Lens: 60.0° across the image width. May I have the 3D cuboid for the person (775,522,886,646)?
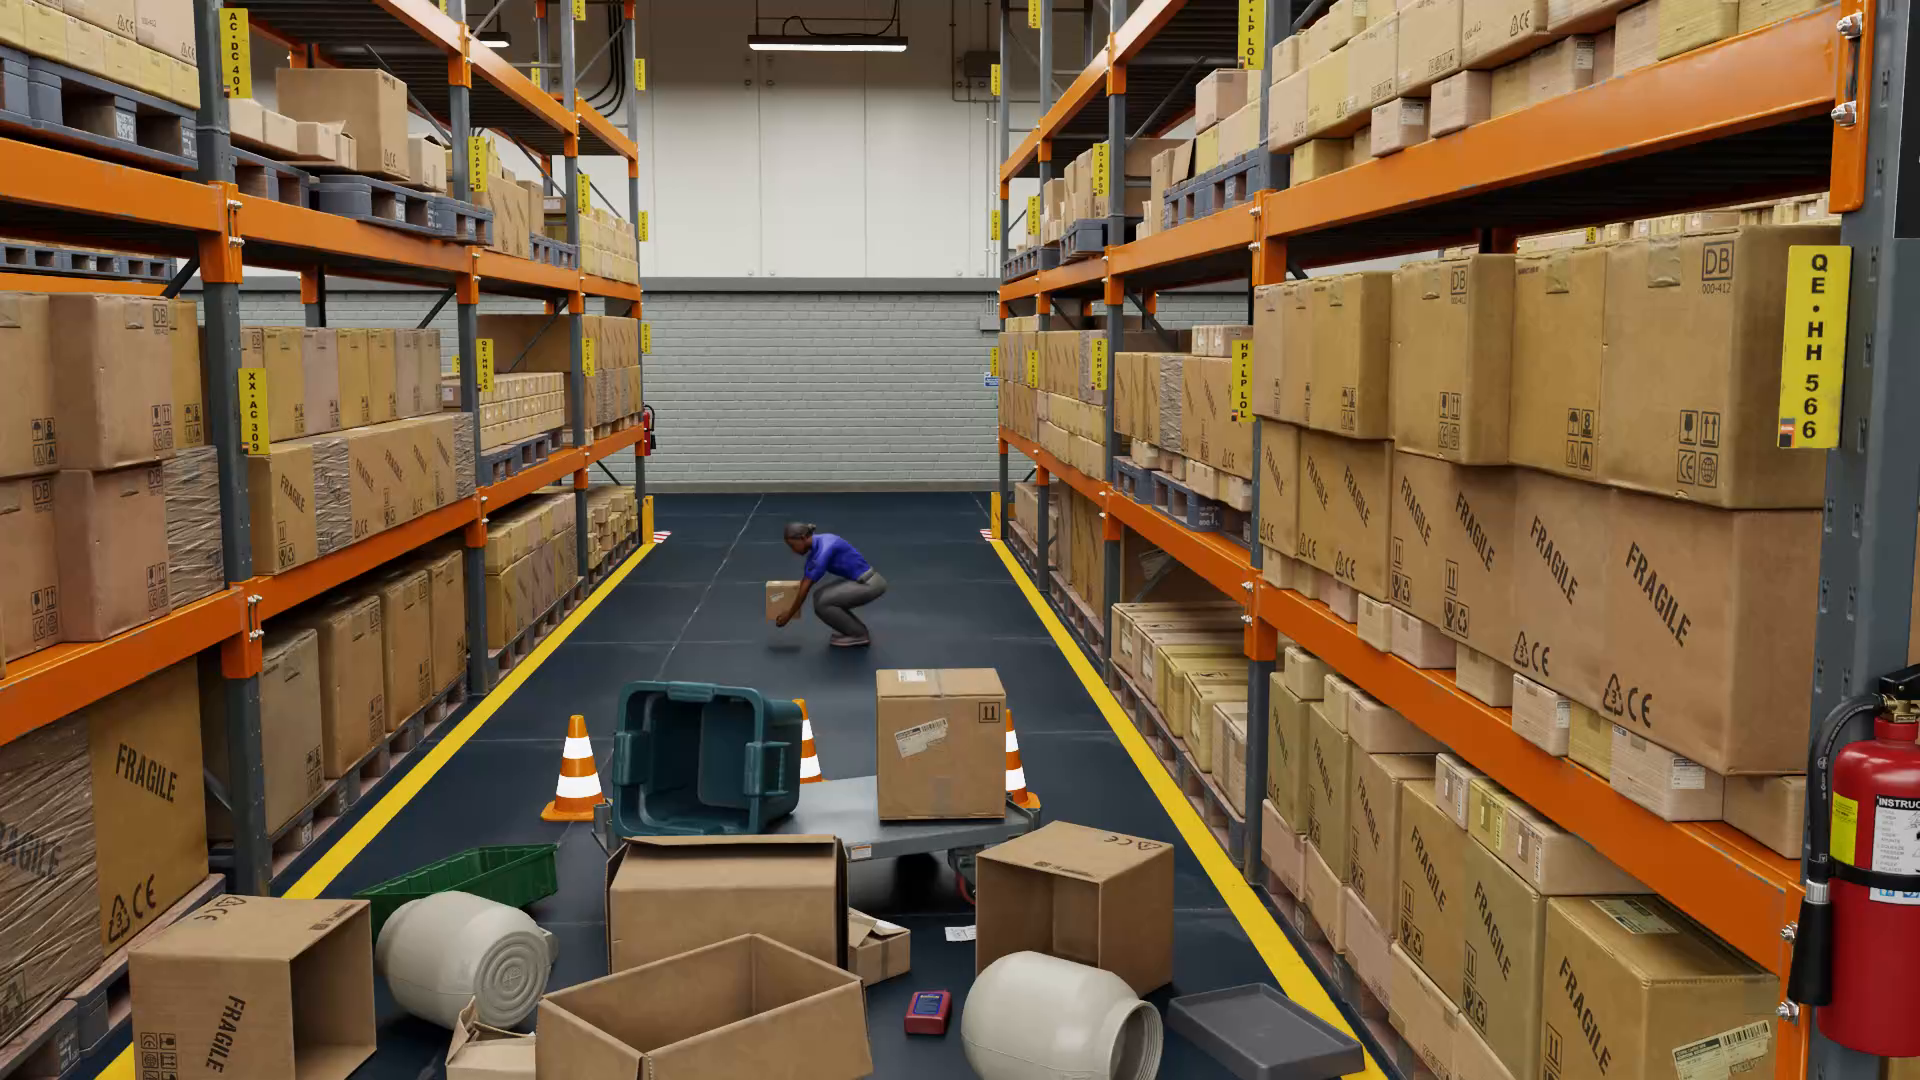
[{"bbox_3d":[-0.955,0.315,12.269,0.825,0.922,0.496,0,7,-4],"label":"person"}]
